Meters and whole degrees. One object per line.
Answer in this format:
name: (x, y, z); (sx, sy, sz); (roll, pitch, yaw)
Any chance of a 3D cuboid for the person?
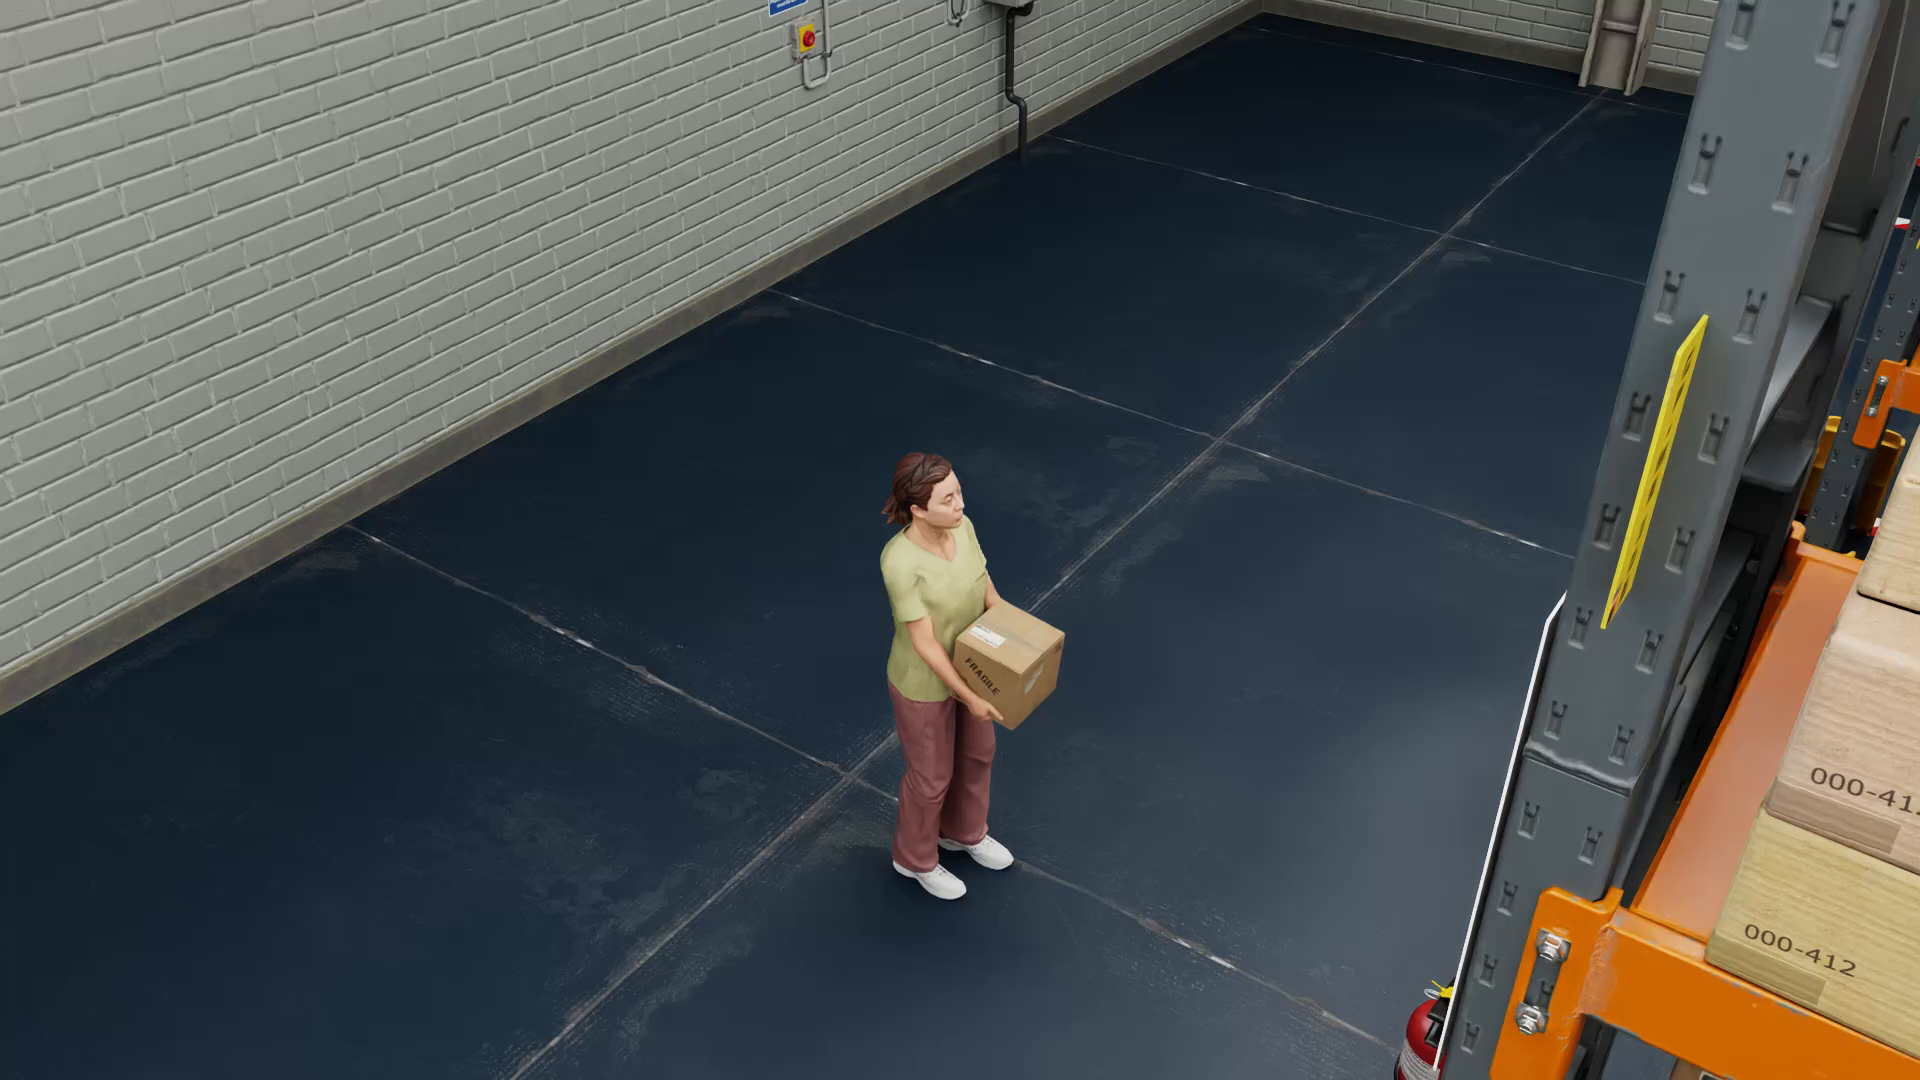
person: (-0.010, 0.475, 5.469); (0.551, 1.667, 0.424); (22, 40, 28)
